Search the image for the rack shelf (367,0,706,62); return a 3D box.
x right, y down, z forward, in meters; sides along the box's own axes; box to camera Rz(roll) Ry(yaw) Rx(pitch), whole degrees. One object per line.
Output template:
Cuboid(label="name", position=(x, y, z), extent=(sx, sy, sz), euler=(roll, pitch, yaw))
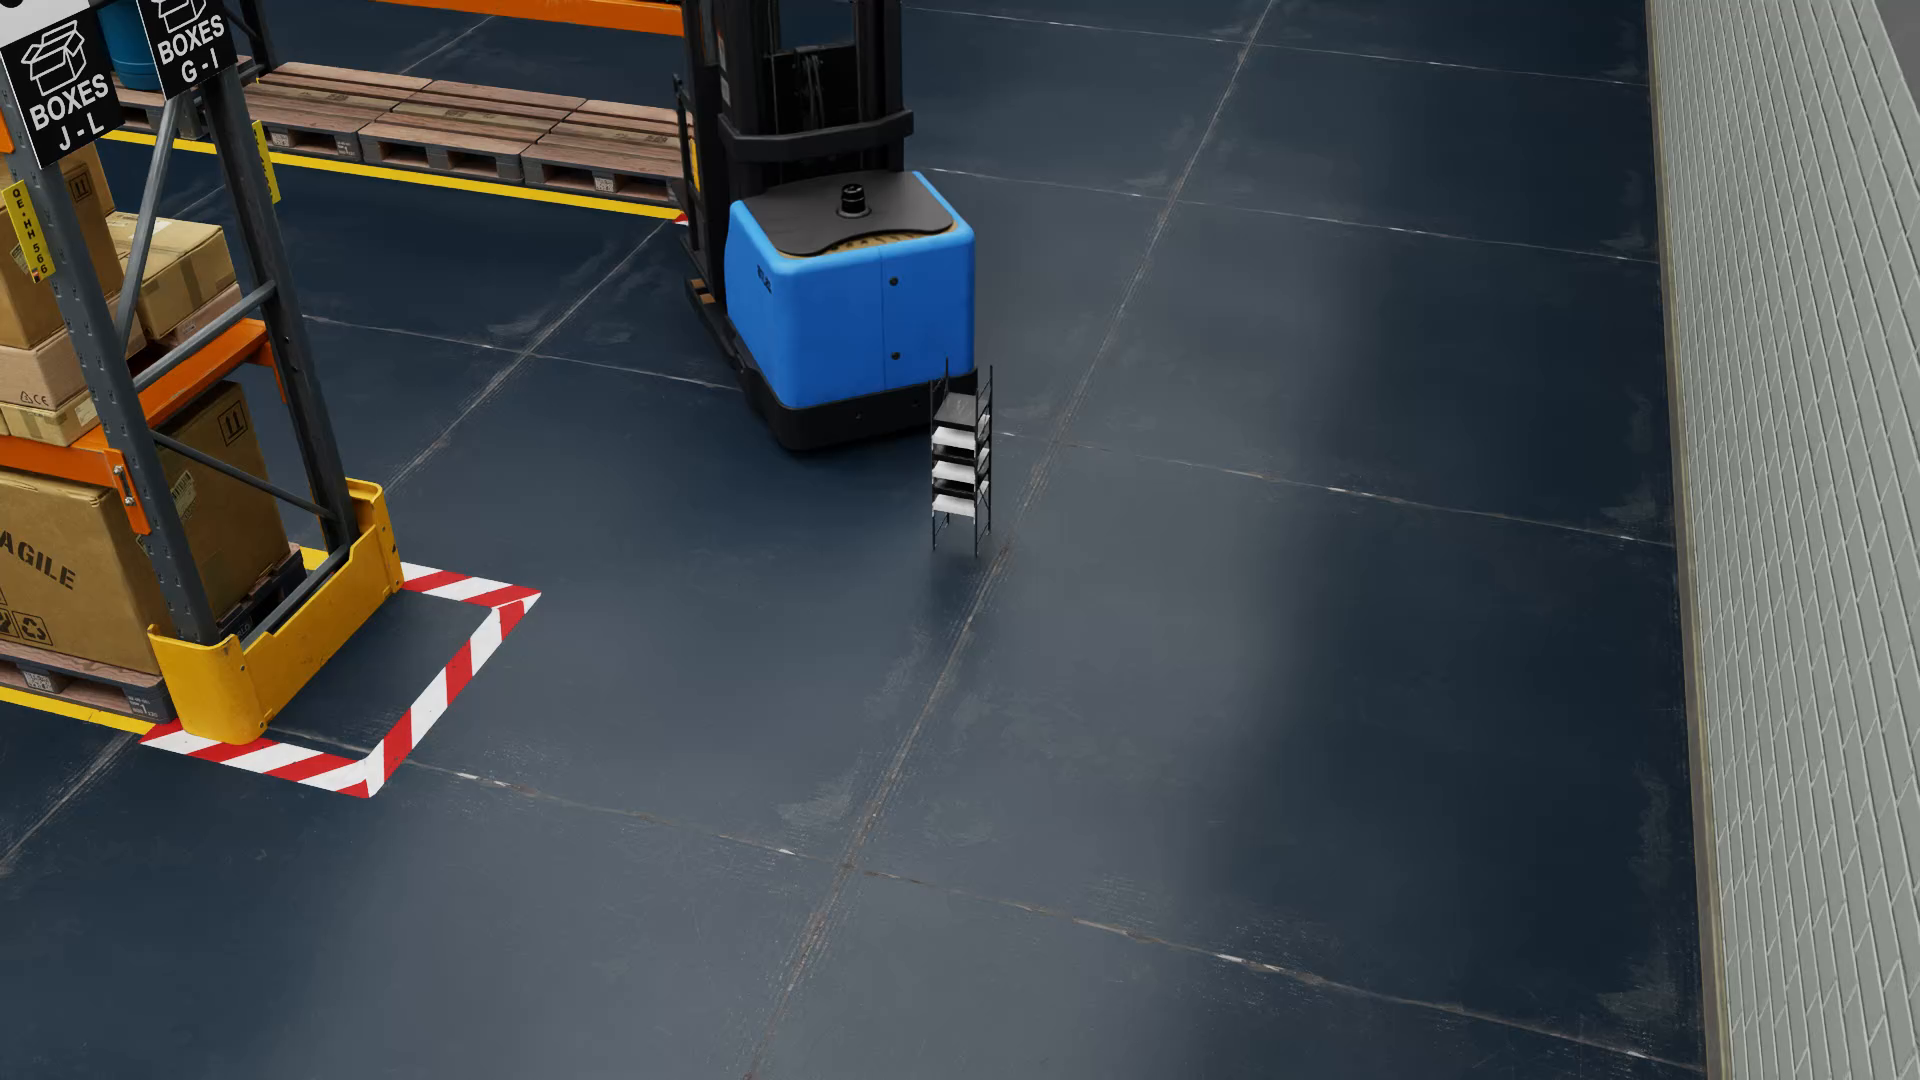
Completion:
Cuboid(label="rack shelf", position=(-3.279, -3.610, 10.731), extent=(4.000, 0.370, 1.077), euler=(10, 38, 14))

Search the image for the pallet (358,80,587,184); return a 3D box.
Cuboid(label="pallet", position=(-3.306, -2.808, 11.387), extent=(1.213, 0.211, 1.003), euler=(10, 38, 14))

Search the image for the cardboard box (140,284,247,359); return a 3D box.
Cuboid(label="cardboard box", position=(-3.087, -0.892, 6.644), extent=(0.250, 0.149, 0.380), euler=(11, 38, 14))

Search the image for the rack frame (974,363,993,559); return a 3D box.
Cuboid(label="rack frame", position=(0.105, -0.343, 7.457), extent=(0.006, 0.900, 0.240), euler=(10, 38, 14))

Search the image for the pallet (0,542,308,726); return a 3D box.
Cuboid(label="pallet", position=(-3.633, 0.282, 7.189), extent=(1.213, 0.211, 1.003), euler=(10, 38, 14))

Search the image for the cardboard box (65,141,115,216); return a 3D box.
Cuboid(label="cardboard box", position=(-3.702, -1.431, 6.407), extent=(0.500, 0.500, 0.500), euler=(10, 37, 13))

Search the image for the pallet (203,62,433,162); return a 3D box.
Cuboid(label="pallet", position=(-4.474, -3.022, 11.678), extent=(1.213, 0.211, 1.003), euler=(10, 38, 14))

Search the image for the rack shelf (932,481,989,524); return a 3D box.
Cuboid(label="rack shelf", position=(0.008, -0.189, 7.608), extent=(0.200, 0.077, 0.258), euler=(10, 38, 14))

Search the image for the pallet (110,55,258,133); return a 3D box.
Cuboid(label="pallet", position=(-5.912, -3.290, 12.042), extent=(1.213, 0.211, 1.003), euler=(10, 38, 14))

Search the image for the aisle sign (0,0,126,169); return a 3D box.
Cuboid(label="aisle sign", position=(-2.867, -1.608, 5.212), extent=(0.004, 0.787, 0.394), euler=(10, 38, 14))

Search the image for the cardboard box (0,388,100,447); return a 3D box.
Cuboid(label="cardboard box", position=(-3.285, -0.519, 6.137), extent=(0.250, 0.149, 0.380), euler=(11, 38, 15))

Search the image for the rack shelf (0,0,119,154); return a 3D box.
Cuboid(label="rack shelf", position=(-4.756, -2.016, 6.035), extent=(4.000, 0.370, 1.077), euler=(10, 38, 14))

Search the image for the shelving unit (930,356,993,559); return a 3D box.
Cuboid(label="shelving unit", position=(0.008, -0.361, 7.481), extent=(0.210, 0.900, 0.258), euler=(10, 38, 14))

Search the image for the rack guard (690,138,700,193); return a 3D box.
Cuboid(label="rack guard", position=(-1.343, -2.543, 10.783), extent=(0.348, 0.500, 1.175), euler=(10, 38, 14))

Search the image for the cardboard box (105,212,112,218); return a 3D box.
Cuboid(label="cardboard box", position=(-3.722, -1.129, 6.629), extent=(0.500, 0.250, 0.500), euler=(10, 38, 13))

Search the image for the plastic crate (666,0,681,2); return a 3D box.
Cuboid(label="plastic crate", position=(-1.745, -3.538, 9.946), extent=(0.499, 0.435, 0.616), euler=(10, 38, 14))

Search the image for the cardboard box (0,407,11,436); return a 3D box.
Cuboid(label="cardboard box", position=(-3.533, -0.564, 6.198), extent=(0.250, 0.149, 0.380), euler=(11, 38, 14))

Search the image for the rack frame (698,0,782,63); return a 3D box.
Cuboid(label="rack frame", position=(-1.370, -3.546, 10.038), extent=(0.127, 3.000, 1.000), euler=(10, 38, 14))

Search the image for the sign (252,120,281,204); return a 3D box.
Cuboid(label="sign", position=(-2.675, -1.437, 6.375), extent=(0.005, 0.325, 0.100), euler=(10, 38, 14))

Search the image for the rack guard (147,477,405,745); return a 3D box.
Cuboid(label="rack guard", position=(-2.824, 0.267, 6.965), extent=(0.348, 0.500, 1.175), euler=(10, 38, 14))

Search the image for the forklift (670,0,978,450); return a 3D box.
Cuboid(label="forklift", position=(-0.933, -2.495, 8.667), extent=(1.130, 2.935, 3.031), euler=(-13, 38, -18))

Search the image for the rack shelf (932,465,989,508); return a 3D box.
Cuboid(label="rack shelf", position=(0.008, -0.262, 7.554), extent=(0.200, 0.077, 0.258), euler=(10, 38, 14))

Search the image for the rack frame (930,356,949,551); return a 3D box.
Cuboid(label="rack frame", position=(-0.089, -0.379, 7.506), extent=(0.006, 0.900, 0.240), euler=(10, 38, 14))

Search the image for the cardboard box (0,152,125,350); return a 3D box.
Cuboid(label="cardboard box", position=(-3.390, -1.043, 5.879), extent=(0.500, 0.500, 0.500), euler=(11, 38, 14))

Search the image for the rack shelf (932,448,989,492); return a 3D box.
Cuboid(label="rack shelf", position=(0.008, -0.334, 7.501), extent=(0.200, 0.077, 0.258), euler=(10, 38, 14))

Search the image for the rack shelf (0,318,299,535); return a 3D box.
Cuboid(label="rack shelf", position=(-4.756, -0.808, 6.924), extent=(4.000, 0.370, 1.077), euler=(10, 38, 14))

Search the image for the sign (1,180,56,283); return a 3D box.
Cuboid(label="sign", position=(-3.022, -1.001, 5.403), extent=(0.005, 0.325, 0.100), euler=(10, 38, 14))

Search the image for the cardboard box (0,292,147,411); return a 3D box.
Cuboid(label="cardboard box", position=(-3.388, -0.739, 6.099), extent=(0.500, 0.250, 0.500), euler=(10, 38, 13))

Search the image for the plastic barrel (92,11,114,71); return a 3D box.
Cuboid(label="plastic barrel", position=(-6.378, -3.808, 11.810), extent=(0.708, 0.901, 0.600), euler=(10, 38, 14))

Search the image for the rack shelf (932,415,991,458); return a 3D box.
Cuboid(label="rack shelf", position=(0.008, -0.479, 7.394), extent=(0.200, 0.077, 0.258), euler=(10, 38, 14))

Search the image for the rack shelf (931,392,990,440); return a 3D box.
Cuboid(label="rack shelf", position=(0.008, -0.552, 7.341), extent=(0.200, 0.077, 0.258), euler=(10, 38, 14))

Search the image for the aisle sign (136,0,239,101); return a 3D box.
Cuboid(label="aisle sign", position=(-2.688, -1.948, 5.673), extent=(0.004, 0.787, 0.394), euler=(10, 38, 14))

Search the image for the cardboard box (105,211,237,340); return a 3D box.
Cuboid(label="cardboard box", position=(-3.224, -1.041, 6.509), extent=(0.500, 0.250, 0.500), euler=(10, 37, 13))

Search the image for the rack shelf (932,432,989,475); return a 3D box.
Cuboid(label="rack shelf", position=(0.008, -0.407, 7.448), extent=(0.200, 0.077, 0.258), euler=(10, 38, 14))

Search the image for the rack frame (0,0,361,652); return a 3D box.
Cuboid(label="rack frame", position=(-2.847, -0.744, 6.230), extent=(0.127, 3.000, 1.000), euler=(10, 38, 14))

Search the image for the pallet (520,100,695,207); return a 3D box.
Cuboid(label="pallet", position=(-2.145, -2.591, 11.092), extent=(1.213, 0.211, 1.003), euler=(10, 38, 14))

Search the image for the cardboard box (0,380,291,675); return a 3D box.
Cuboid(label="cardboard box", position=(-3.481, -0.125, 6.828), extent=(0.875, 0.875, 0.875), euler=(10, 38, 14))

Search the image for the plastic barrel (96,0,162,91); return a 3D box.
Cuboid(label="plastic barrel", position=(-5.702, -3.683, 11.640), extent=(0.708, 0.901, 0.600), euler=(10, 38, 14))

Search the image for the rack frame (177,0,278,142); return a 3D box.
Cuboid(label="rack frame", position=(-5.188, -4.253, 10.998), extent=(0.127, 3.000, 1.000), euler=(10, 38, 14))
